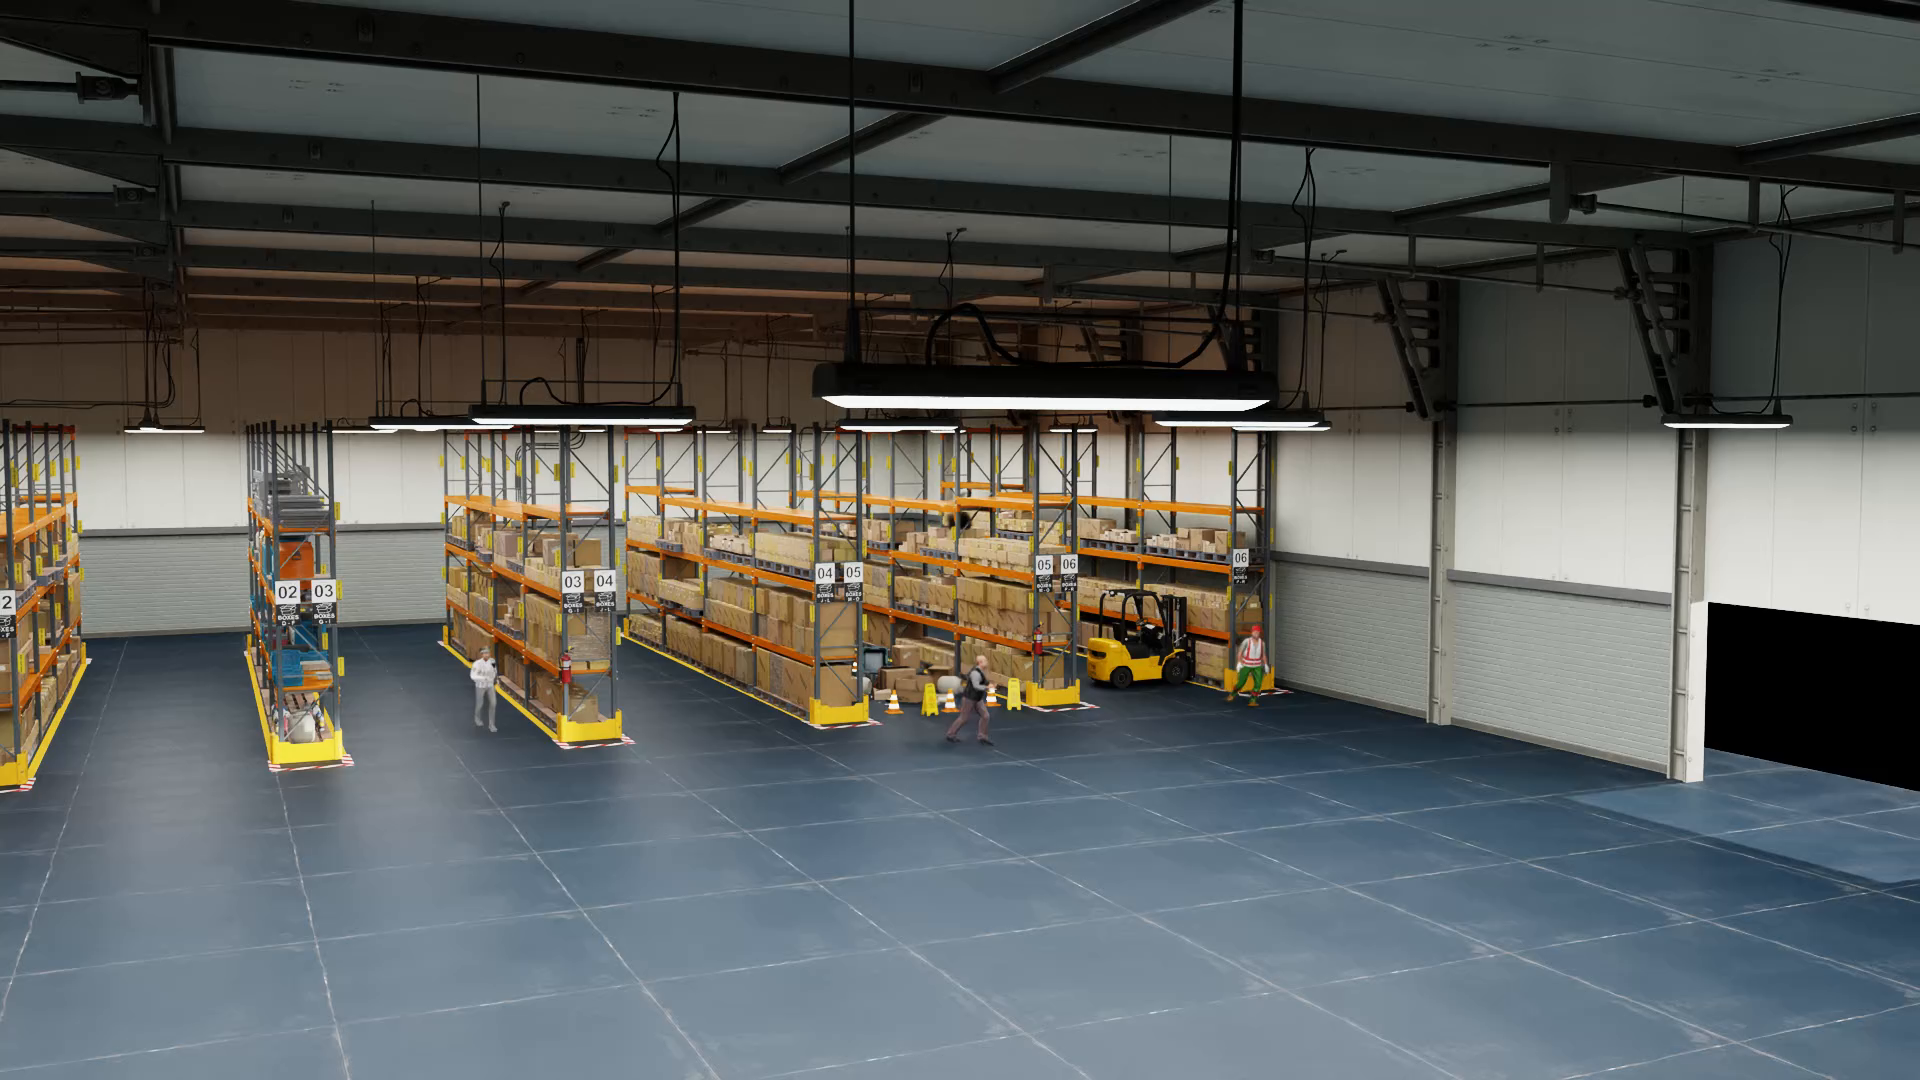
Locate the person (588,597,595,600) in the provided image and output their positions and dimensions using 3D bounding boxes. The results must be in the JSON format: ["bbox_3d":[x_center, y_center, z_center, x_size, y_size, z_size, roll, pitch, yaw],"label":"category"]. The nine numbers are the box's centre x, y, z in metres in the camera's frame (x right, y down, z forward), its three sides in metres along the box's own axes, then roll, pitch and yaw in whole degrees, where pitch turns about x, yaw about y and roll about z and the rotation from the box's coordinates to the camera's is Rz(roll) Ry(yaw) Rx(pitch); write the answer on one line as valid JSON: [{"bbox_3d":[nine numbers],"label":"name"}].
[{"bbox_3d":[-10.495,1.976,46.987,0.604,1.712,0.658,-1,4,-16],"label":"person"}]

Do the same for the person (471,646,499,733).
[{"bbox_3d":[-9.246,2.870,32.324,0.606,1.672,0.935,-2,4,-33],"label":"person"}]

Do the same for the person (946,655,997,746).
[{"bbox_3d":[0.225,2.962,30.664,0.975,1.692,0.651,1,4,16],"label":"person"}]

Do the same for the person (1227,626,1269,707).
[{"bbox_3d":[6.118,2.659,35.273,0.785,1.725,0.711,-1,4,-13],"label":"person"}]
